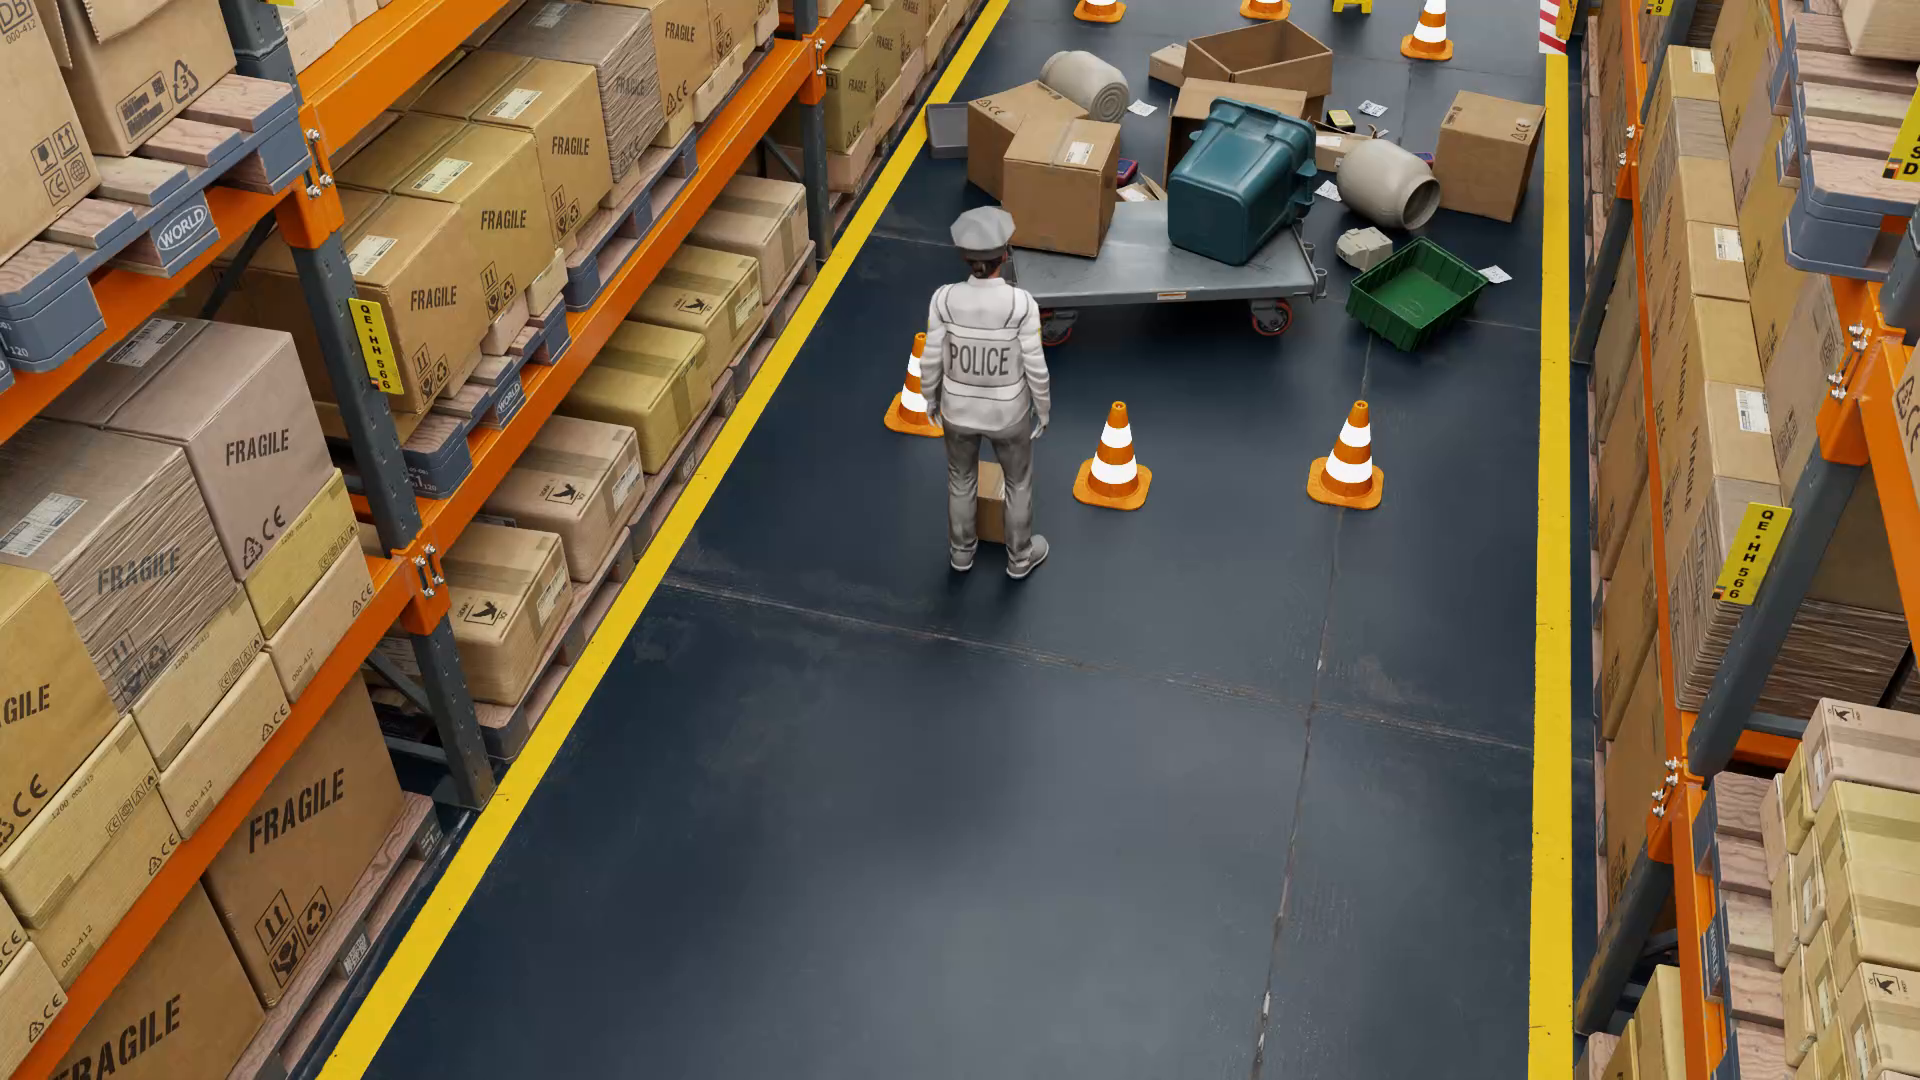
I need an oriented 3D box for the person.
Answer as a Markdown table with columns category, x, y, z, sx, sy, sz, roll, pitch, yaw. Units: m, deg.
| category | x | y | z | sx | sy | sz | roll | pitch | yaw |
| --- | --- | --- | --- | --- | --- | --- | --- | --- | --- |
| person | 0.107 | -0.540 | 6.772 | 0.540 | 1.662 | 0.374 | 8 | 42 | 9 |
